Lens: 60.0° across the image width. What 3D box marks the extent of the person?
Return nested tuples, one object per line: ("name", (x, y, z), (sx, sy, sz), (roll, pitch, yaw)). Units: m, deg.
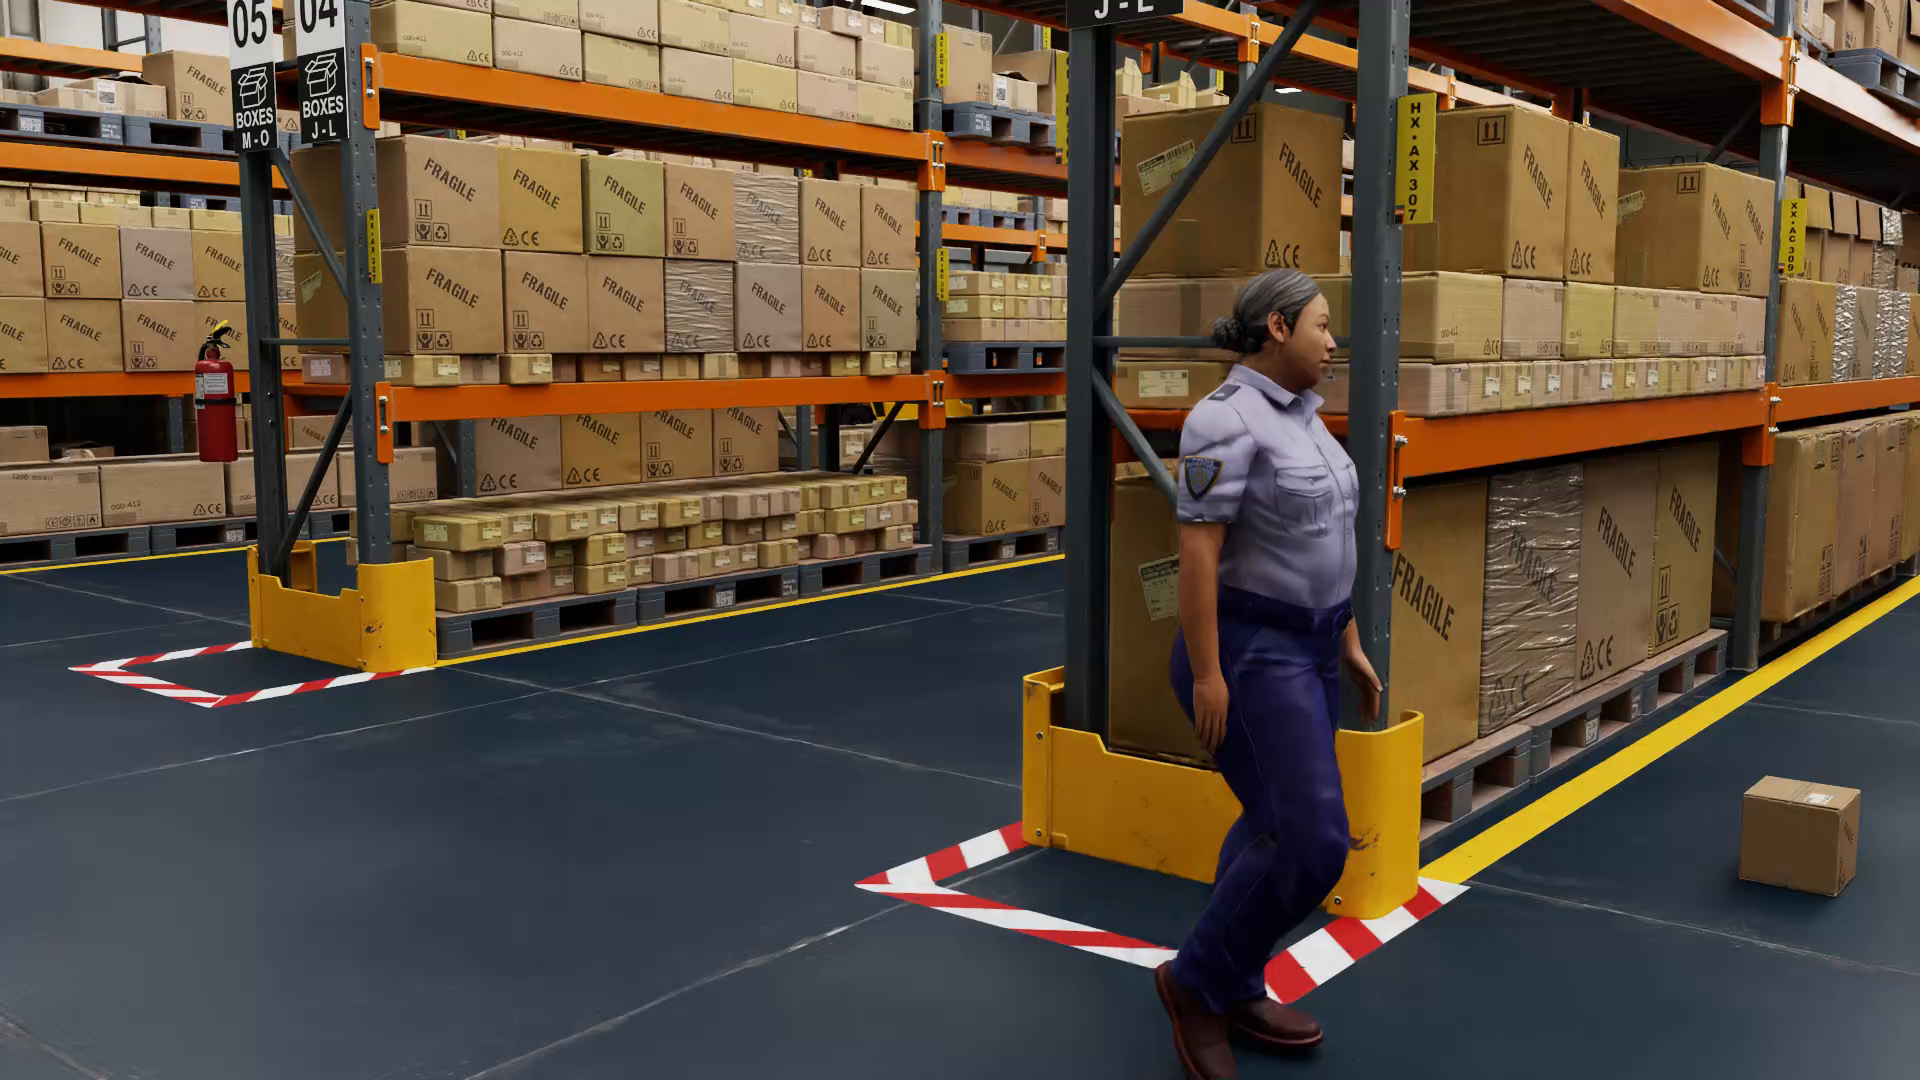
("person", (0.662, 0.282, 3.418), (0.436, 1.671, 0.527), (4, 8, 33))
